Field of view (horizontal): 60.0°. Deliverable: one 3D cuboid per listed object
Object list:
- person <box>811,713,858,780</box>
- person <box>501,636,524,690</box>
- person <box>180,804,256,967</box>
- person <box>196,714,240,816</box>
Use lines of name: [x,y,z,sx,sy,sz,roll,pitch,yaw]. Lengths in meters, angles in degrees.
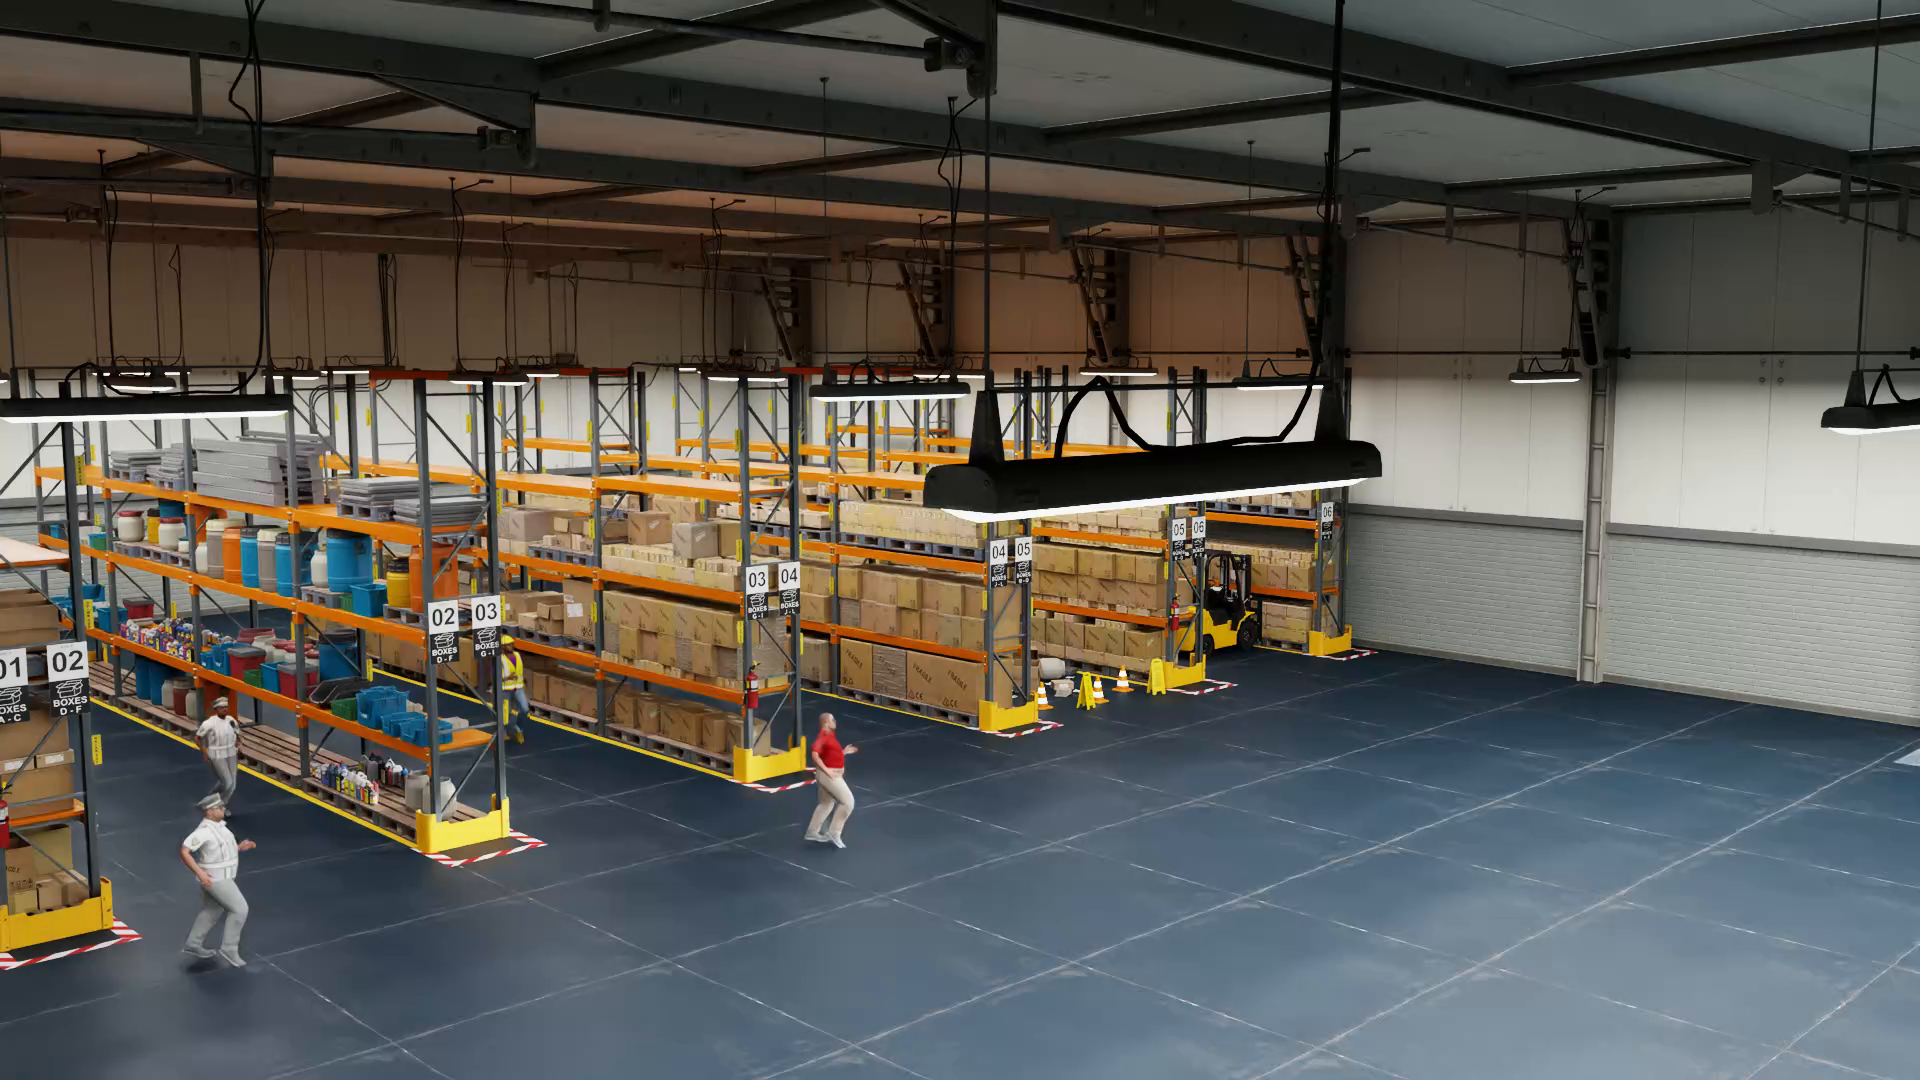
person: [-1.618,2.616,21.282,0.665,0.827,0.638,-2,7,-15]
person: [-7.272,1.978,26.829,0.452,0.879,0.357,-6,9,-43]
person: [-7.684,3.550,17.219,0.768,1.796,0.634,-2,7,-17]
person: [-10.023,3.076,22.655,0.524,1.414,0.526,4,8,34]
